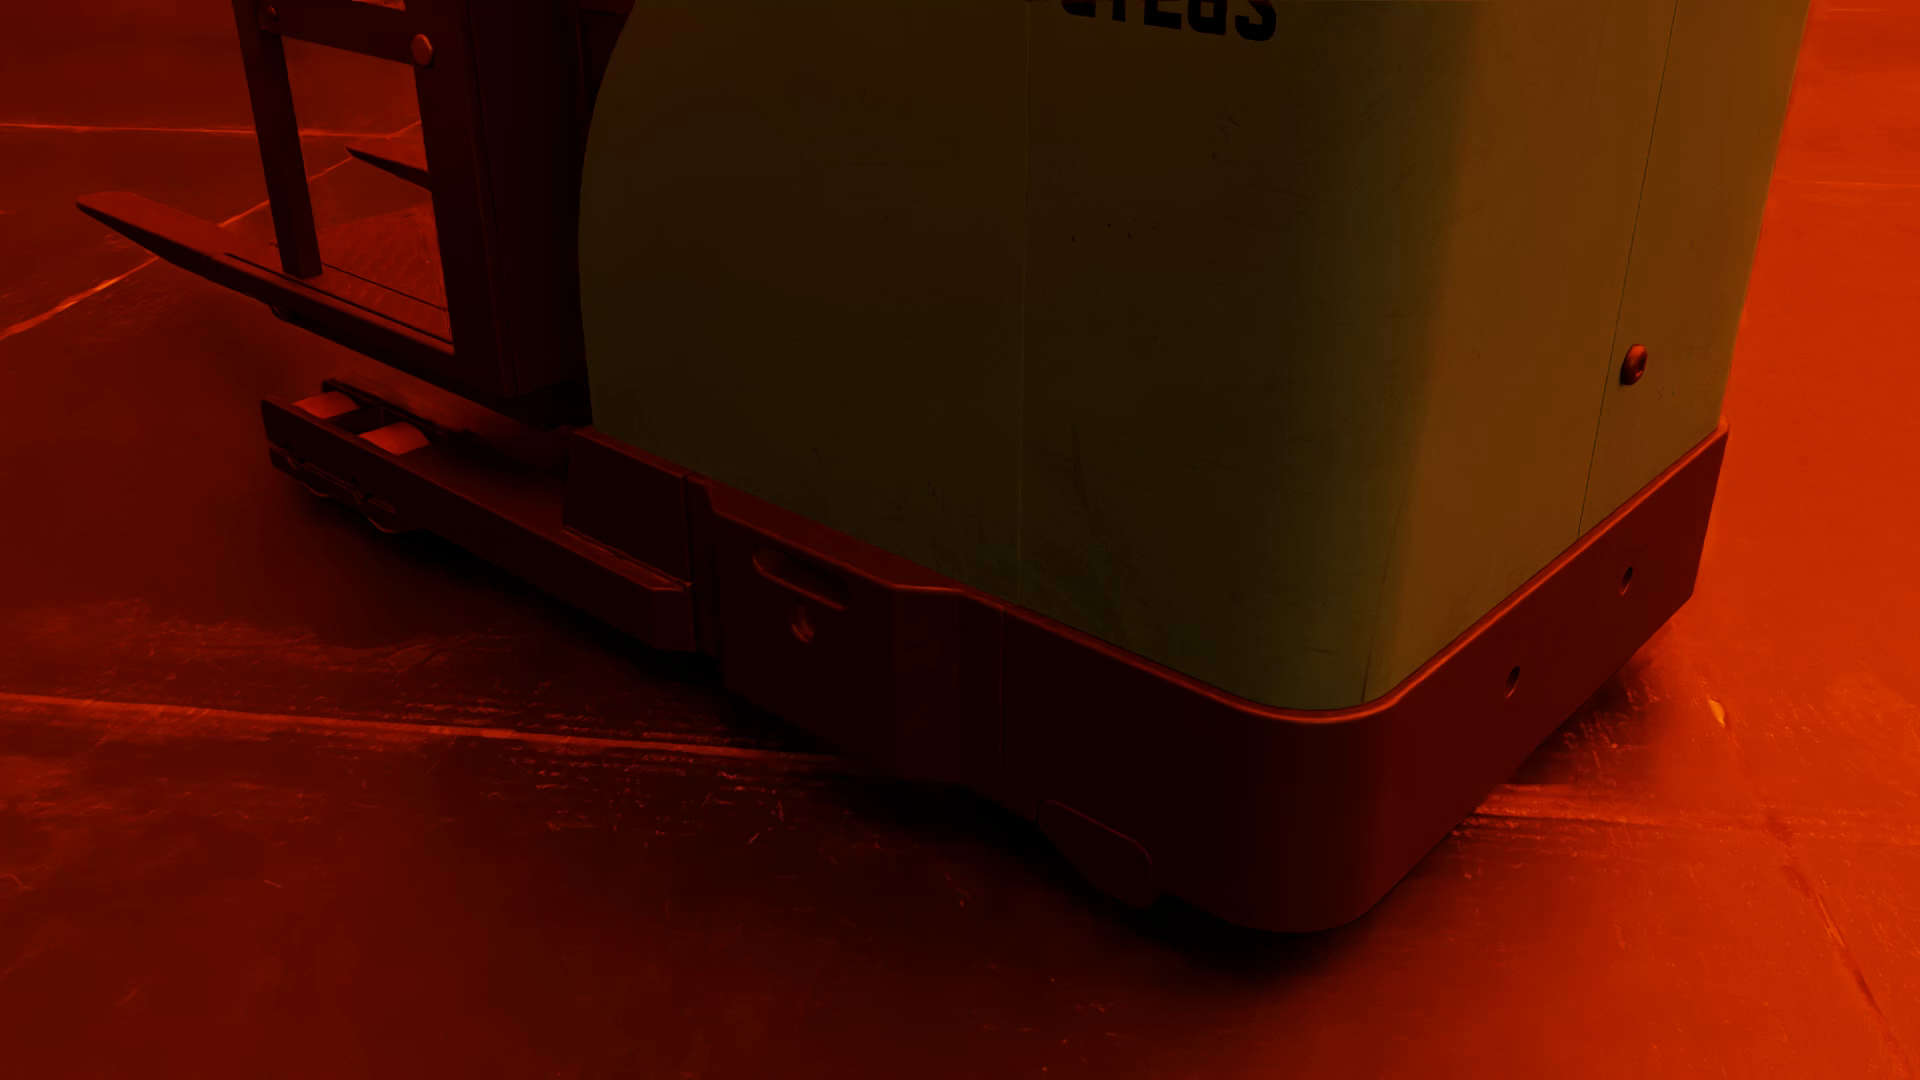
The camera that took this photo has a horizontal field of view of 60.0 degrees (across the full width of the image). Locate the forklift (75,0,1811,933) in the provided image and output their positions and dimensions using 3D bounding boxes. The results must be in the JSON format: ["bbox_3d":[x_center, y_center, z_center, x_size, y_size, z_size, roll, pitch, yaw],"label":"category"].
[{"bbox_3d":[-0.458,-1.475,2.174,3.031,2.935,1.130,22,34,36],"label":"forklift"}]
